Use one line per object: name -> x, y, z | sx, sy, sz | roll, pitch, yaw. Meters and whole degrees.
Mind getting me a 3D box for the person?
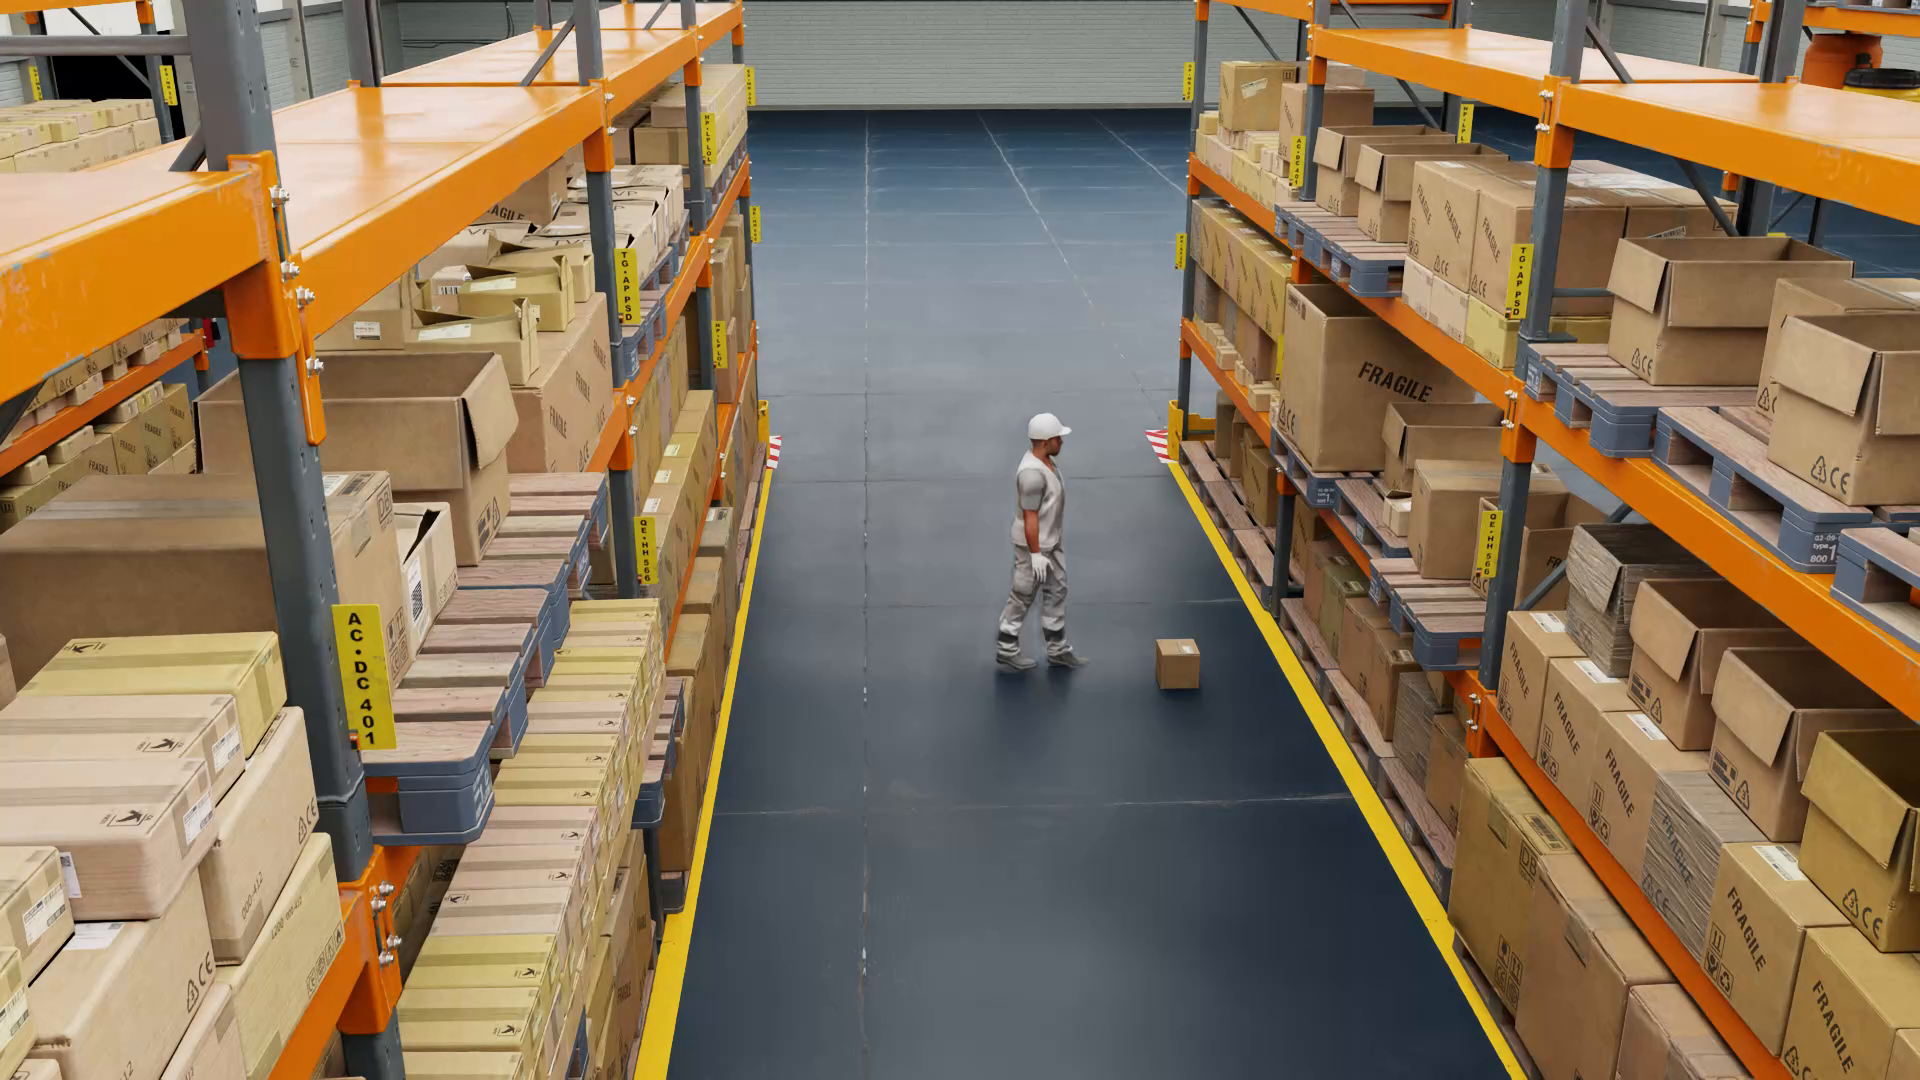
person -> 0.535, 0.048, 10.920 | 0.609, 1.821, 0.577 | 6, 21, 17
